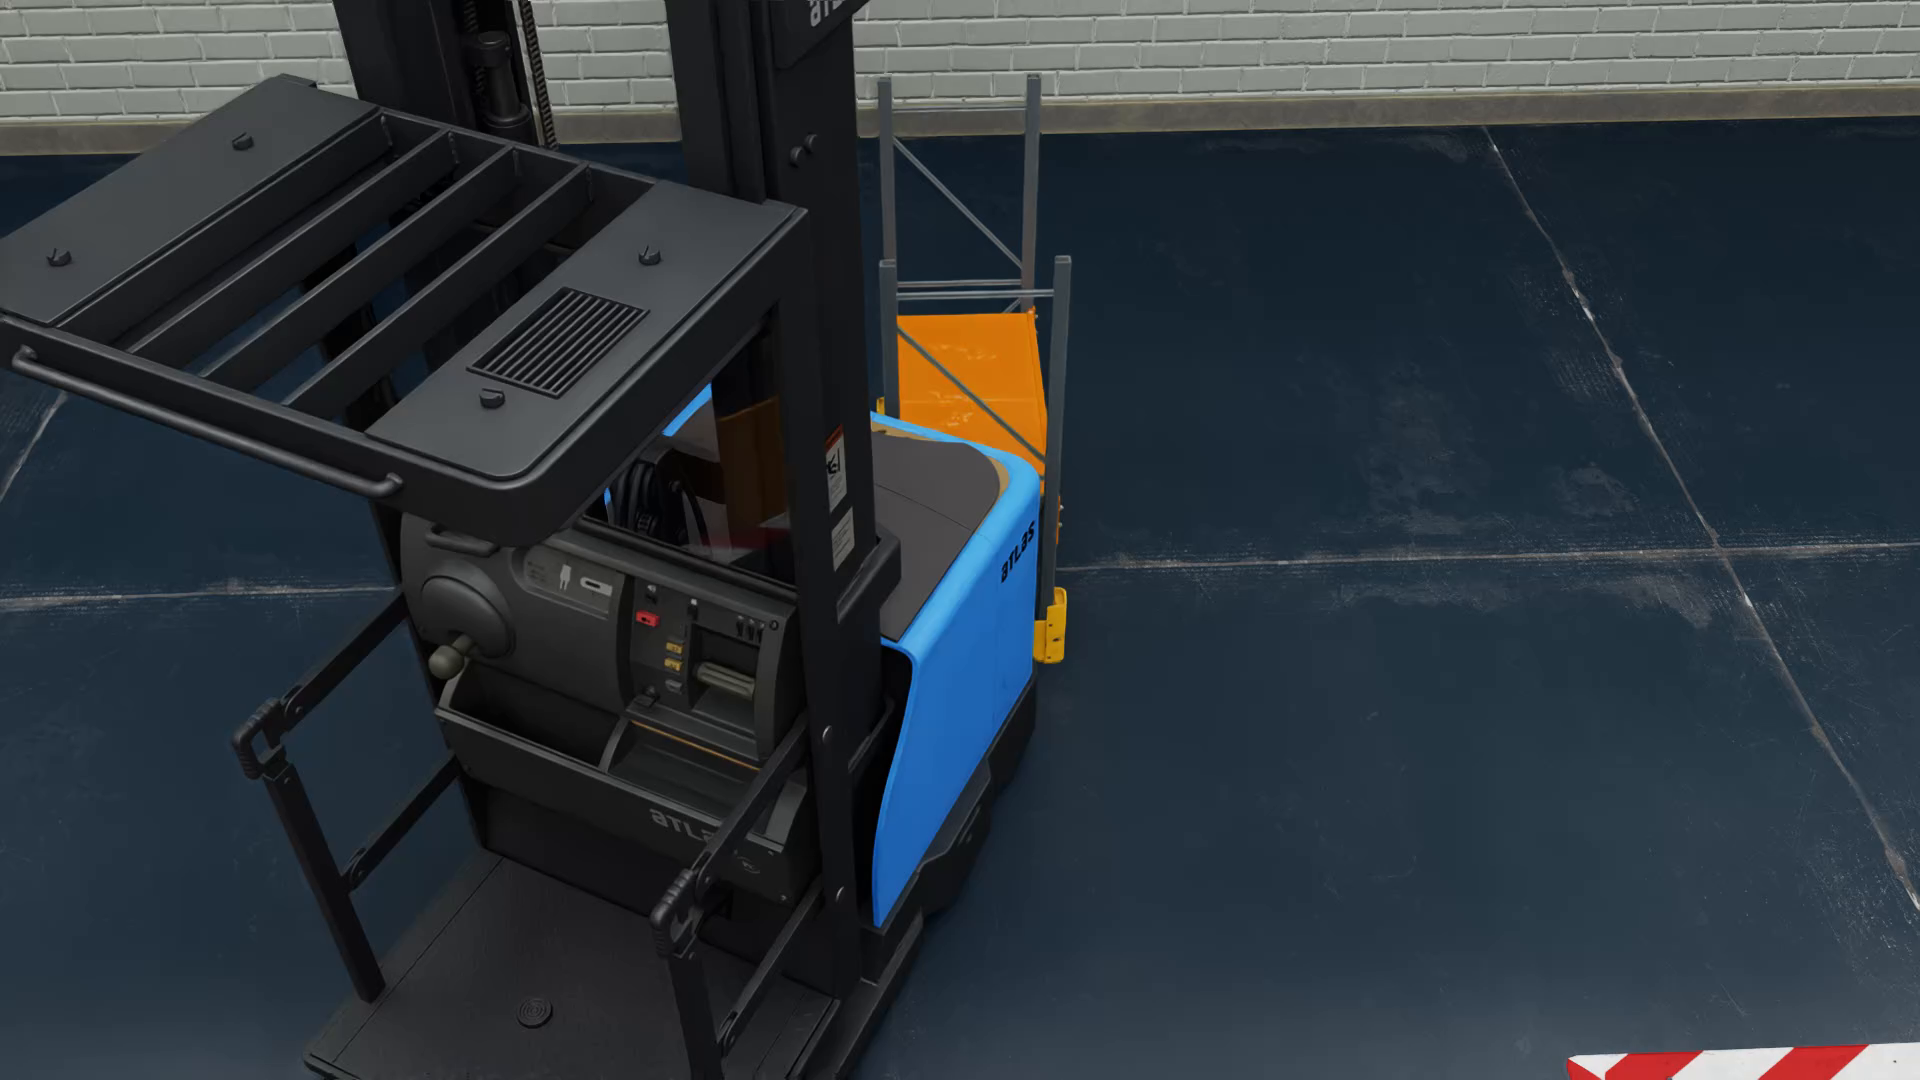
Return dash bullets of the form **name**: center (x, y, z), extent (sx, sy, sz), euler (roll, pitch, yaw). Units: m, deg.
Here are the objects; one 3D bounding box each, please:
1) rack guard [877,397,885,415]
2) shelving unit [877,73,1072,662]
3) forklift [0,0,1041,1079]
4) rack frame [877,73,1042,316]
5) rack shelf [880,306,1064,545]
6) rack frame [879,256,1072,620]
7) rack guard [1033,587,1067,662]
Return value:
- **rack guard**: center (-0.002, -0.396, 5.997), extent (0.587, 0.250, 0.087), euler (-2, 43, -2)
- **shelving unit**: center (0.018, -0.521, 5.208), extent (0.587, 1.500, 1.083), euler (-2, 43, -2)
- **forklift**: center (-0.860, 0.261, 3.296), extent (1.130, 2.935, 3.031), euler (18, 45, 18)
- **rack frame**: center (-0.002, -0.858, 5.576), extent (0.500, 1.500, 0.032), euler (-2, 43, -2)
- **rack shelf**: center (0.019, -0.382, 5.323), extent (0.538, 0.185, 1.000), euler (-2, 43, -2)
- **rack frame**: center (0.039, -0.171, 4.827), extent (0.500, 1.500, 0.032), euler (-2, 43, -2)
- **rack guard**: center (0.039, 0.276, 5.264), extent (0.587, 0.250, 0.087), euler (-2, 43, -2)
